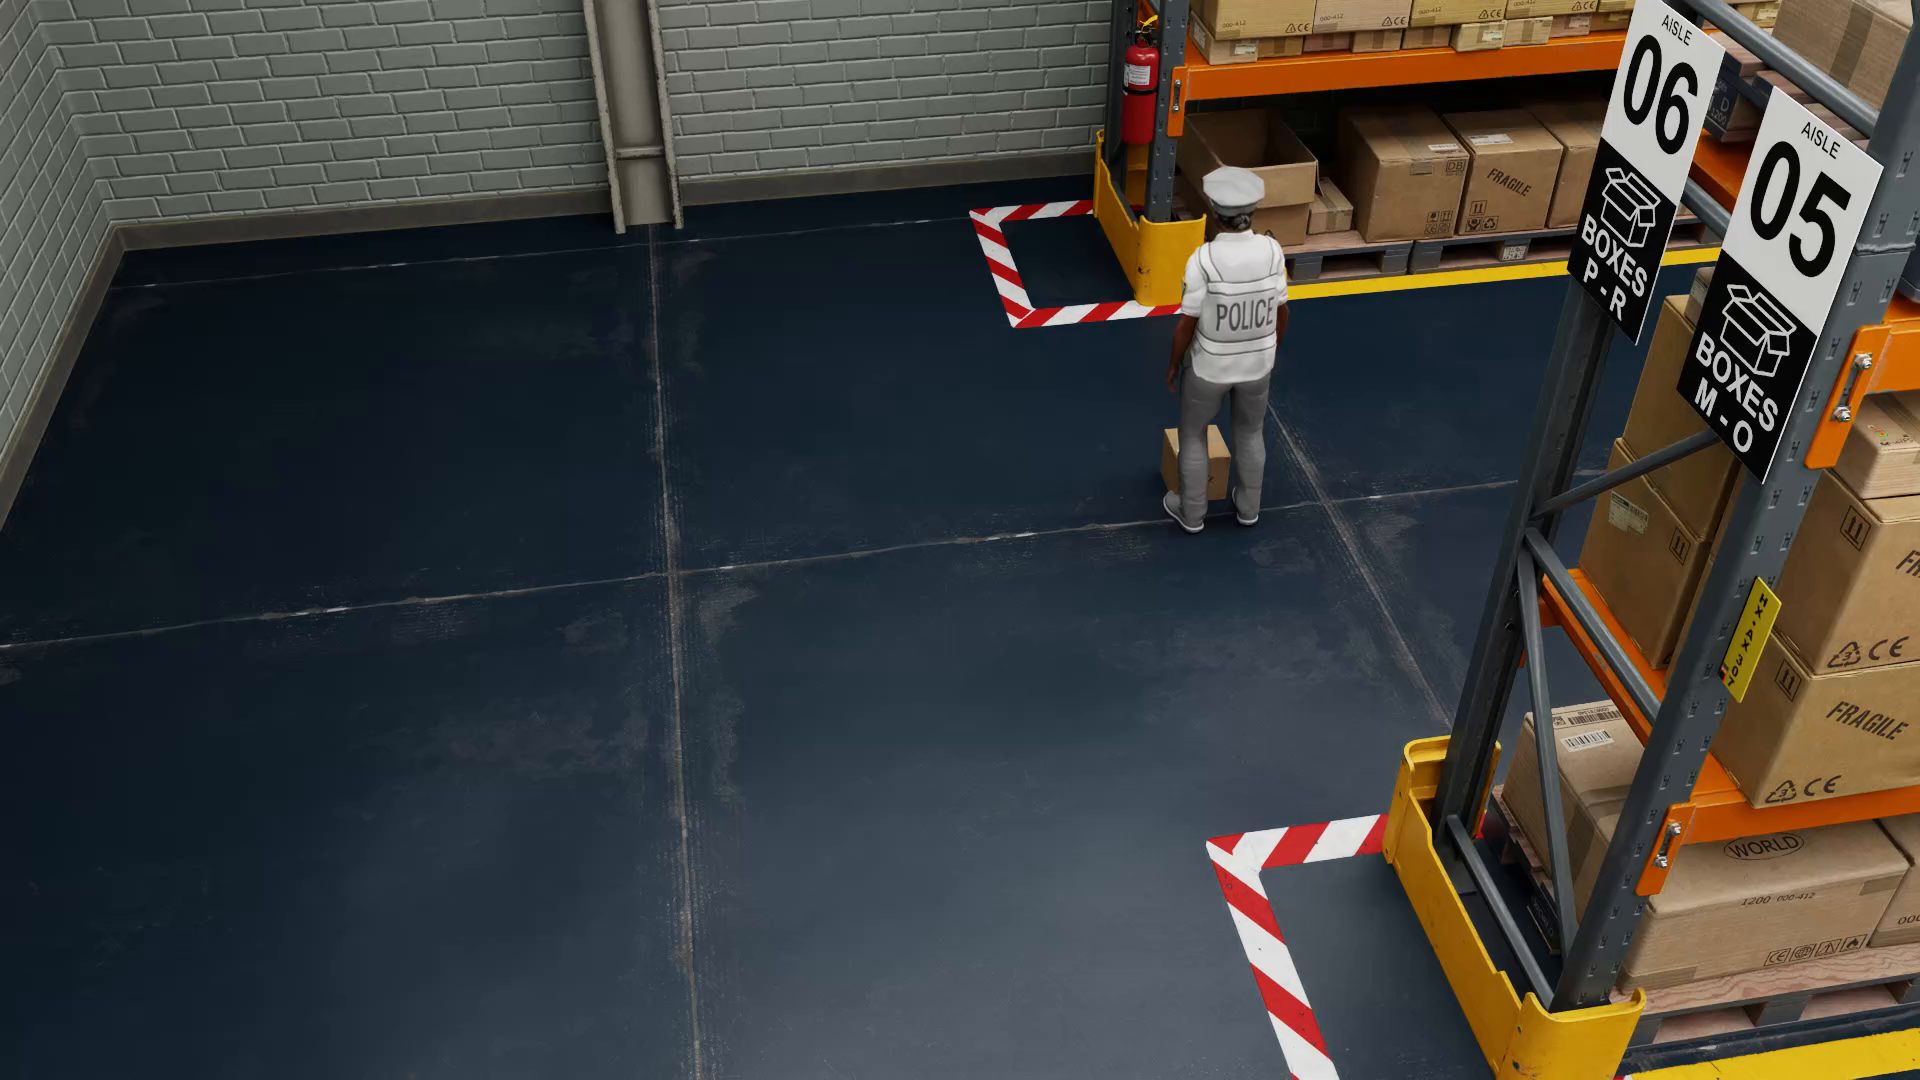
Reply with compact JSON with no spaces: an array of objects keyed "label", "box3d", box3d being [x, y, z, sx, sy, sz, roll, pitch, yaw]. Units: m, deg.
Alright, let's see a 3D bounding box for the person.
[{"label":"person","box3d":[1.139,-0.759,7.094,0.524,1.660,0.396,-7,39,-9]}]
